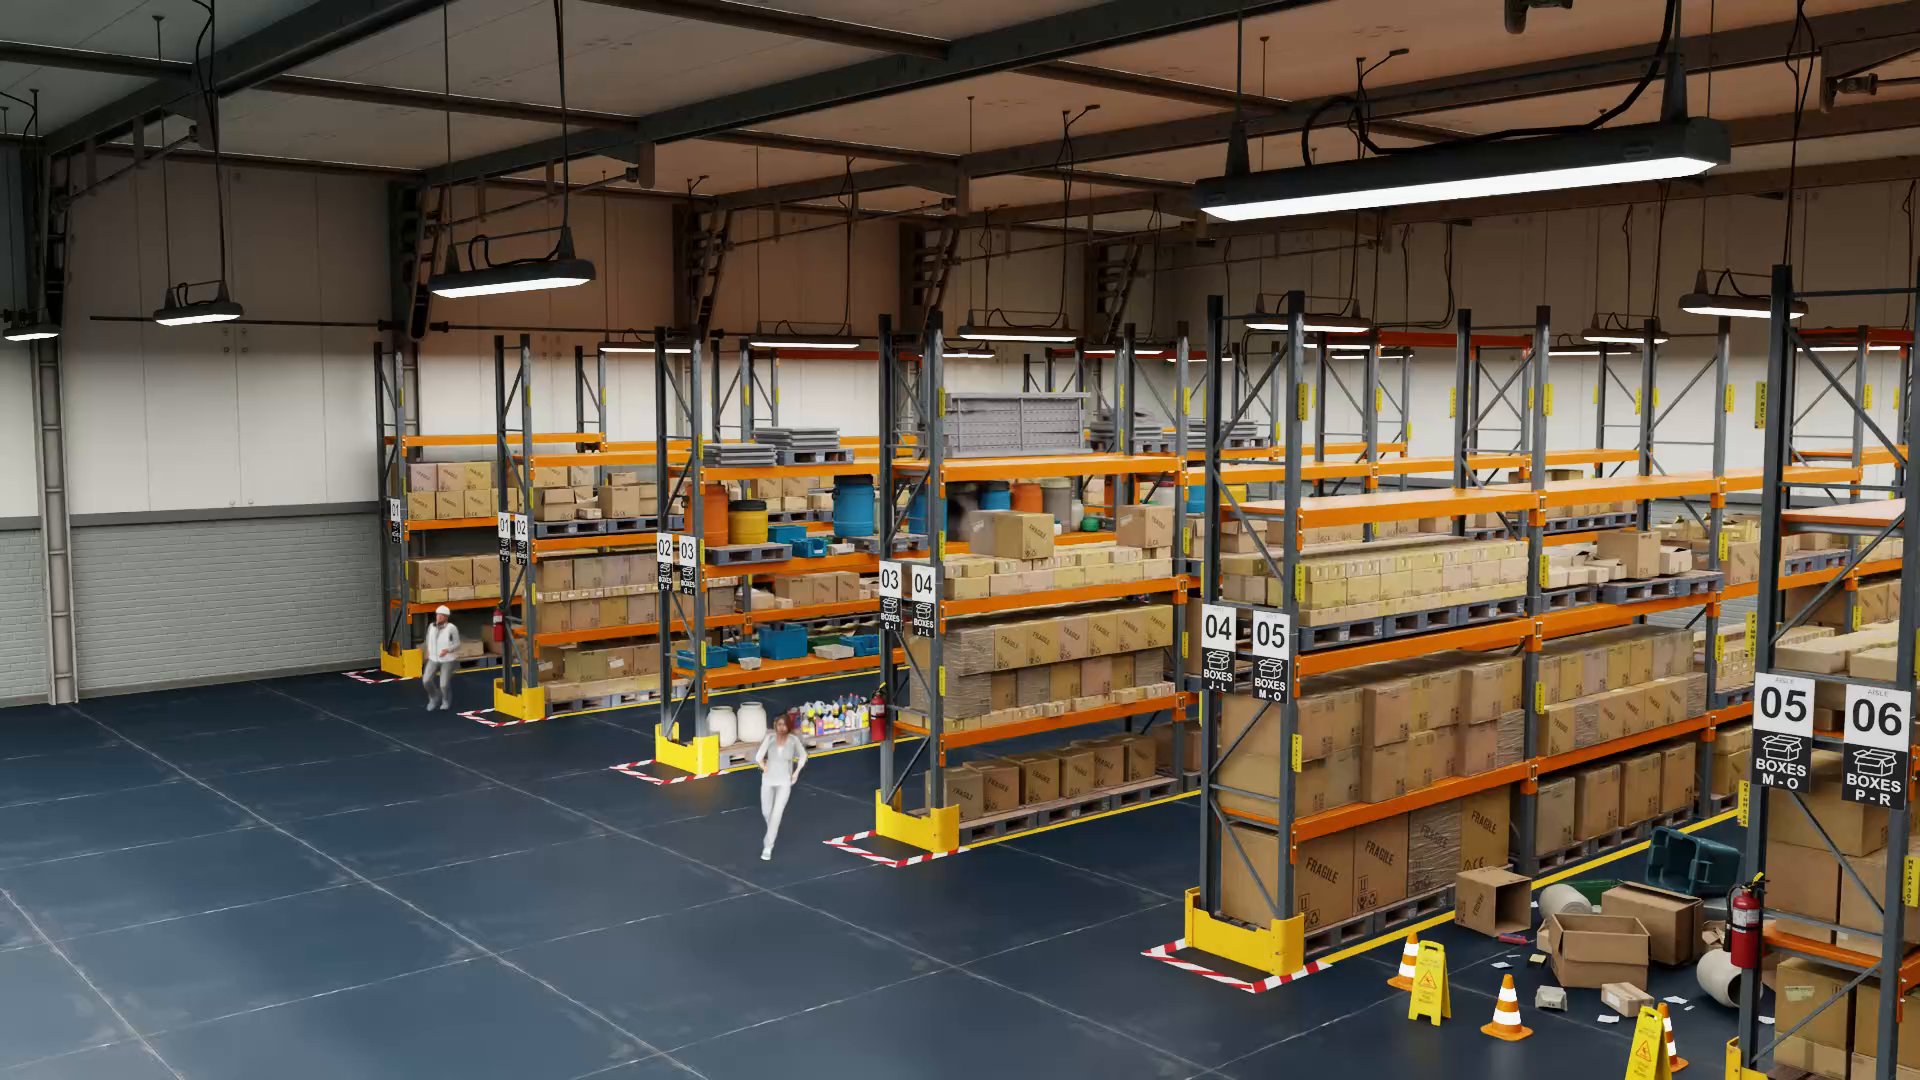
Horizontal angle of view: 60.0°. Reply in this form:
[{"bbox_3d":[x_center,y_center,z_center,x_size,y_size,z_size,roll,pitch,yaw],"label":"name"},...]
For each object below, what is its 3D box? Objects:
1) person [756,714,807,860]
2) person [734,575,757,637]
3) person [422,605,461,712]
[{"bbox_3d":[-1.988,2.702,18.502,0.555,1.566,0.824,0,5,4],"label":"person"},{"bbox_3d":[-4.120,1.452,31.696,0.627,1.663,0.530,5,7,44],"label":"person"},{"bbox_3d":[-8.256,1.891,26.481,0.653,1.726,0.733,1,5,9],"label":"person"}]
